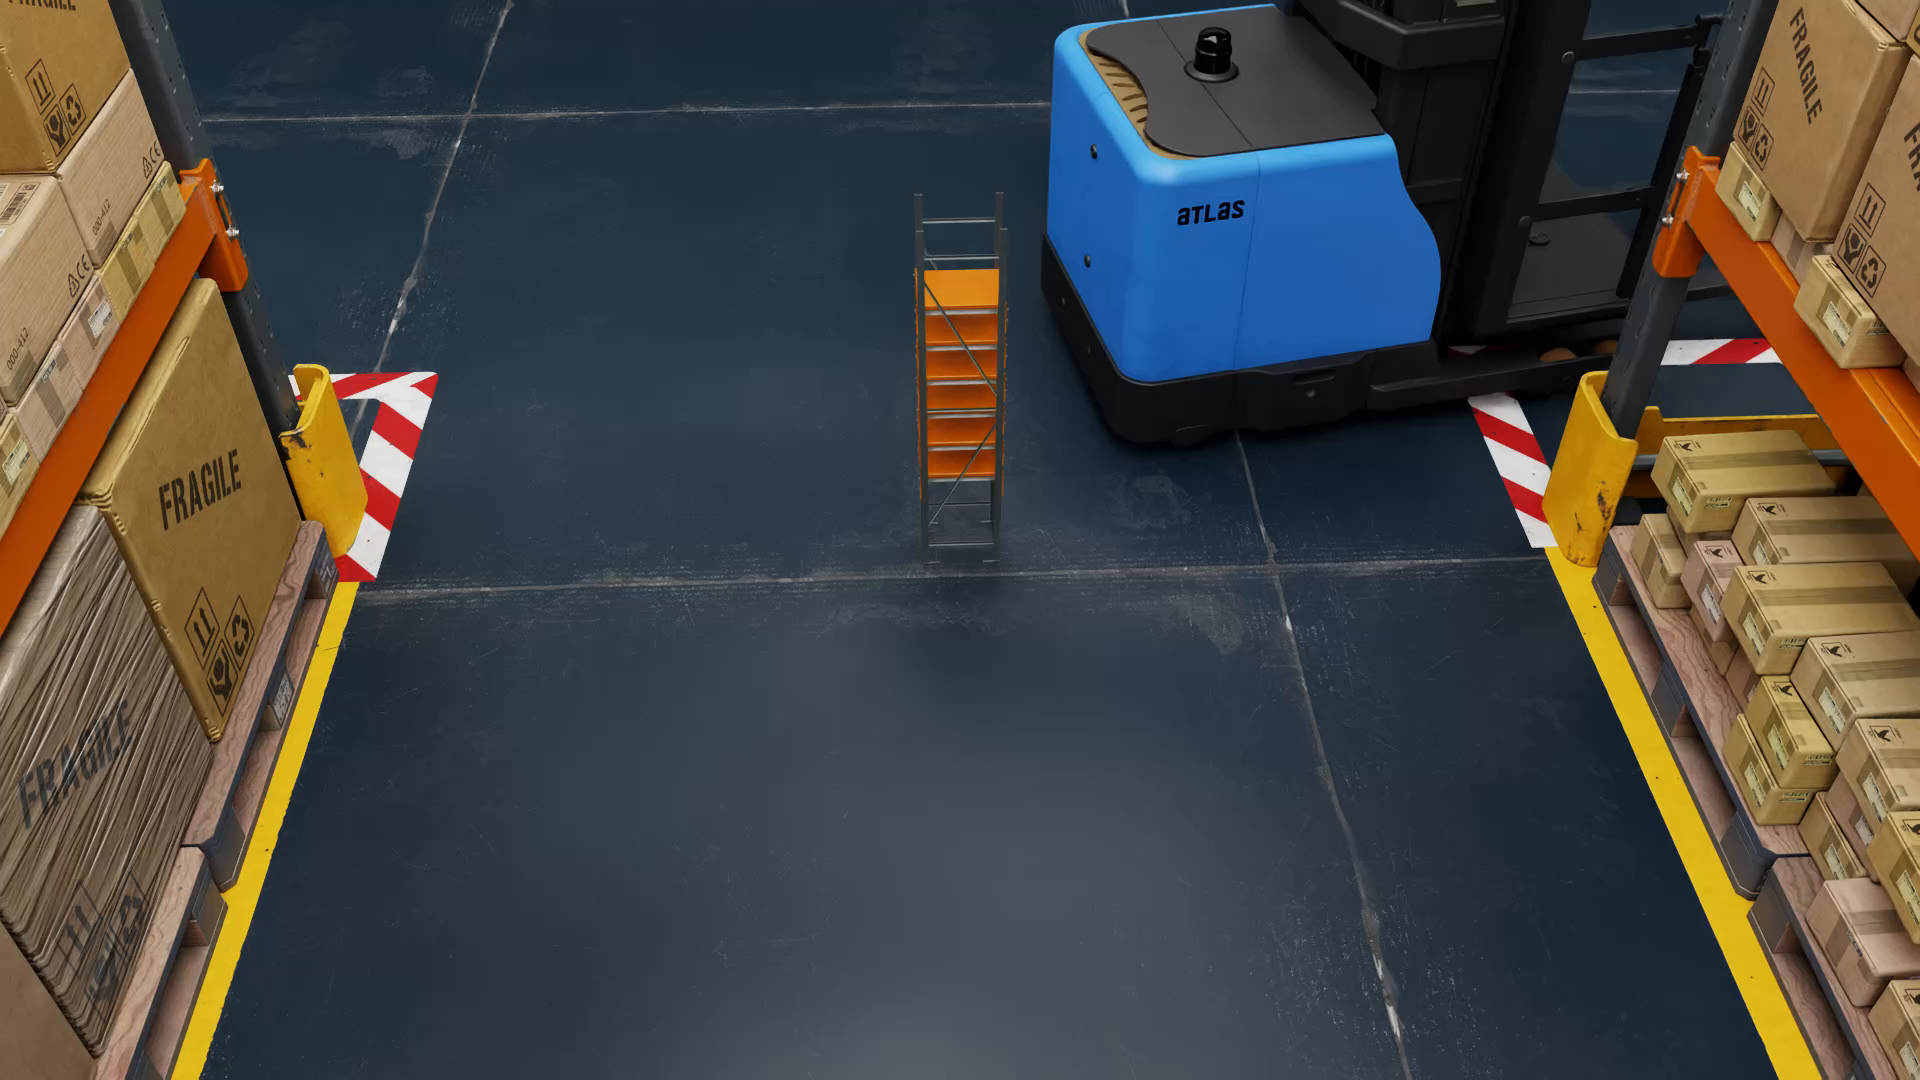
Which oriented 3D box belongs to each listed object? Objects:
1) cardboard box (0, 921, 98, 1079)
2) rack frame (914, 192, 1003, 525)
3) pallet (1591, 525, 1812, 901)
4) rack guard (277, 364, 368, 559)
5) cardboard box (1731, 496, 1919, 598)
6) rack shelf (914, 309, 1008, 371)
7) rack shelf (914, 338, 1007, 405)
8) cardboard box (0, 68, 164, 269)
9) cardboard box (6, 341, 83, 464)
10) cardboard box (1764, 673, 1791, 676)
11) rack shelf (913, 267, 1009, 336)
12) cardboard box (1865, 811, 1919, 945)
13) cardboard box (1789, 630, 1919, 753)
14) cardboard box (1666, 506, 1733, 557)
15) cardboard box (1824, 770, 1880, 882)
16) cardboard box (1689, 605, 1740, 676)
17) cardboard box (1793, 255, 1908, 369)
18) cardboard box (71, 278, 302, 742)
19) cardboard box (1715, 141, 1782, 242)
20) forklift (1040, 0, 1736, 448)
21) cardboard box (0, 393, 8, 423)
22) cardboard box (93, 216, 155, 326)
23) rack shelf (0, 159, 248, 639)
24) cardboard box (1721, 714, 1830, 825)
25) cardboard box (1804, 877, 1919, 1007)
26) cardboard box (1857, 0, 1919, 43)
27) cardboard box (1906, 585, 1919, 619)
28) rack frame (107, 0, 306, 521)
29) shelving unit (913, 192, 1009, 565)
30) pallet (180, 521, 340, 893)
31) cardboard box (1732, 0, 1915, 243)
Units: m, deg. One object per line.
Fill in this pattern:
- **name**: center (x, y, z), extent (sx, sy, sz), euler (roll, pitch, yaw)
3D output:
- **cardboard box**: center (-2.314, 1.145, 3.043), extent (0.875, 0.875, 0.875), euler (-2, 43, -2)
- **rack frame**: center (-0.003, -0.494, 4.901), extent (0.240, 1.200, 0.006), euler (-2, 43, -2)
- **pallet**: center (2.464, 0.426, 4.629), extent (1.003, 0.211, 1.213), euler (-2, 43, -2)
- **rack guard**: center (-2.499, -0.223, 5.124), extent (1.175, 0.500, 0.348), euler (-2, 43, -2)
- **cardboard box**: center (2.277, 0.020, 4.367), extent (0.380, 0.149, 0.250), euler (-1, 43, -1)
- **rack shelf**: center (0.001, -0.577, 4.702), extent (0.258, 0.103, 0.180), euler (-2, 43, -2)
- **rack shelf**: center (0.001, -0.488, 4.783), extent (0.258, 0.103, 0.180), euler (-2, 43, -2)
- **cardboard box**: center (-2.212, -0.863, 3.863), extent (0.500, 0.250, 0.500), euler (-2, 43, -2)
- **cardboard box**: center (-2.122, -0.291, 3.533), extent (0.380, 0.149, 0.250), euler (-1, 43, -1)
- **cardboard box**: center (2.282, 0.294, 4.288), extent (0.380, 0.149, 0.250), euler (-1, 43, -1)
- **rack shelf**: center (0.001, -0.665, 4.621), extent (0.258, 0.103, 0.180), euler (-2, 43, -2)
- **cardboard box**: center (2.220, 0.726, 3.597), extent (0.380, 0.149, 0.250), euler (-1, 43, -1)
- **cardboard box**: center (2.253, 0.359, 3.997), extent (0.380, 0.149, 0.250), euler (-4, 43, -4)
- **cardboard box**: center (2.228, -0.055, 4.669), extent (0.380, 0.149, 0.250), euler (0, 43, 0)
- **cardboard box**: center (2.290, 0.647, 3.903), extent (0.380, 0.149, 0.250), euler (-4, 43, -4)
- **cardboard box**: center (2.257, 0.231, 4.577), extent (0.380, 0.149, 0.250), euler (-2, 43, -2)
- **cardboard box**: center (2.158, -0.528, 3.792), extent (0.380, 0.149, 0.250), euler (-3, 43, -3)
- **cardboard box**: center (-2.391, -0.070, 4.368), extent (0.875, 0.875, 0.875), euler (-2, 43, -2)
- **cardboard box**: center (2.148, -0.882, 4.178), extent (0.380, 0.149, 0.250), euler (-2, 43, -2)
- **forklift**: center (1.872, -1.921, 5.177), extent (3.031, 2.935, 1.130), euler (-9, 43, -10)
- **cardboard box**: center (-2.169, -0.177, 3.114), extent (0.500, 0.250, 0.500), euler (-3, 43, -3)
- **cardboard box**: center (-2.141, -0.629, 3.903), extent (0.380, 0.149, 0.250), euler (-1, 43, -1)
- **rack shelf**: center (-2.413, 0.487, 3.031), extent (1.077, 0.370, 4.000), euler (-2, 43, -2)
- **cardboard box**: center (2.176, 0.574, 4.203), extent (0.380, 0.149, 0.250), euler (-1, 43, -1)
- **cardboard box**: center (2.206, 0.914, 3.832), extent (0.380, 0.149, 0.250), euler (-4, 43, -4)
- **cardboard box**: center (2.216, -1.407, 3.531), extent (0.500, 0.500, 0.500), euler (-2, 43, -2)
- **cardboard box**: center (2.727, 0.110, 4.489), extent (0.380, 0.149, 0.250), euler (-3, 43, -3)
- **rack frame**: center (-2.498, -1.128, 4.261), extent (1.000, 3.000, 0.127), euler (-2, 43, -2)
- **shelving unit**: center (0.001, -0.433, 4.834), extent (0.258, 1.200, 0.189), euler (-2, 43, -2)
- **pallet**: center (-2.386, 0.437, 4.617), extent (1.003, 0.211, 1.213), euler (-2, 43, -2)
- **cardboard box**: center (2.205, -1.038, 3.868), extent (0.500, 0.500, 0.500), euler (0, 43, 0)
